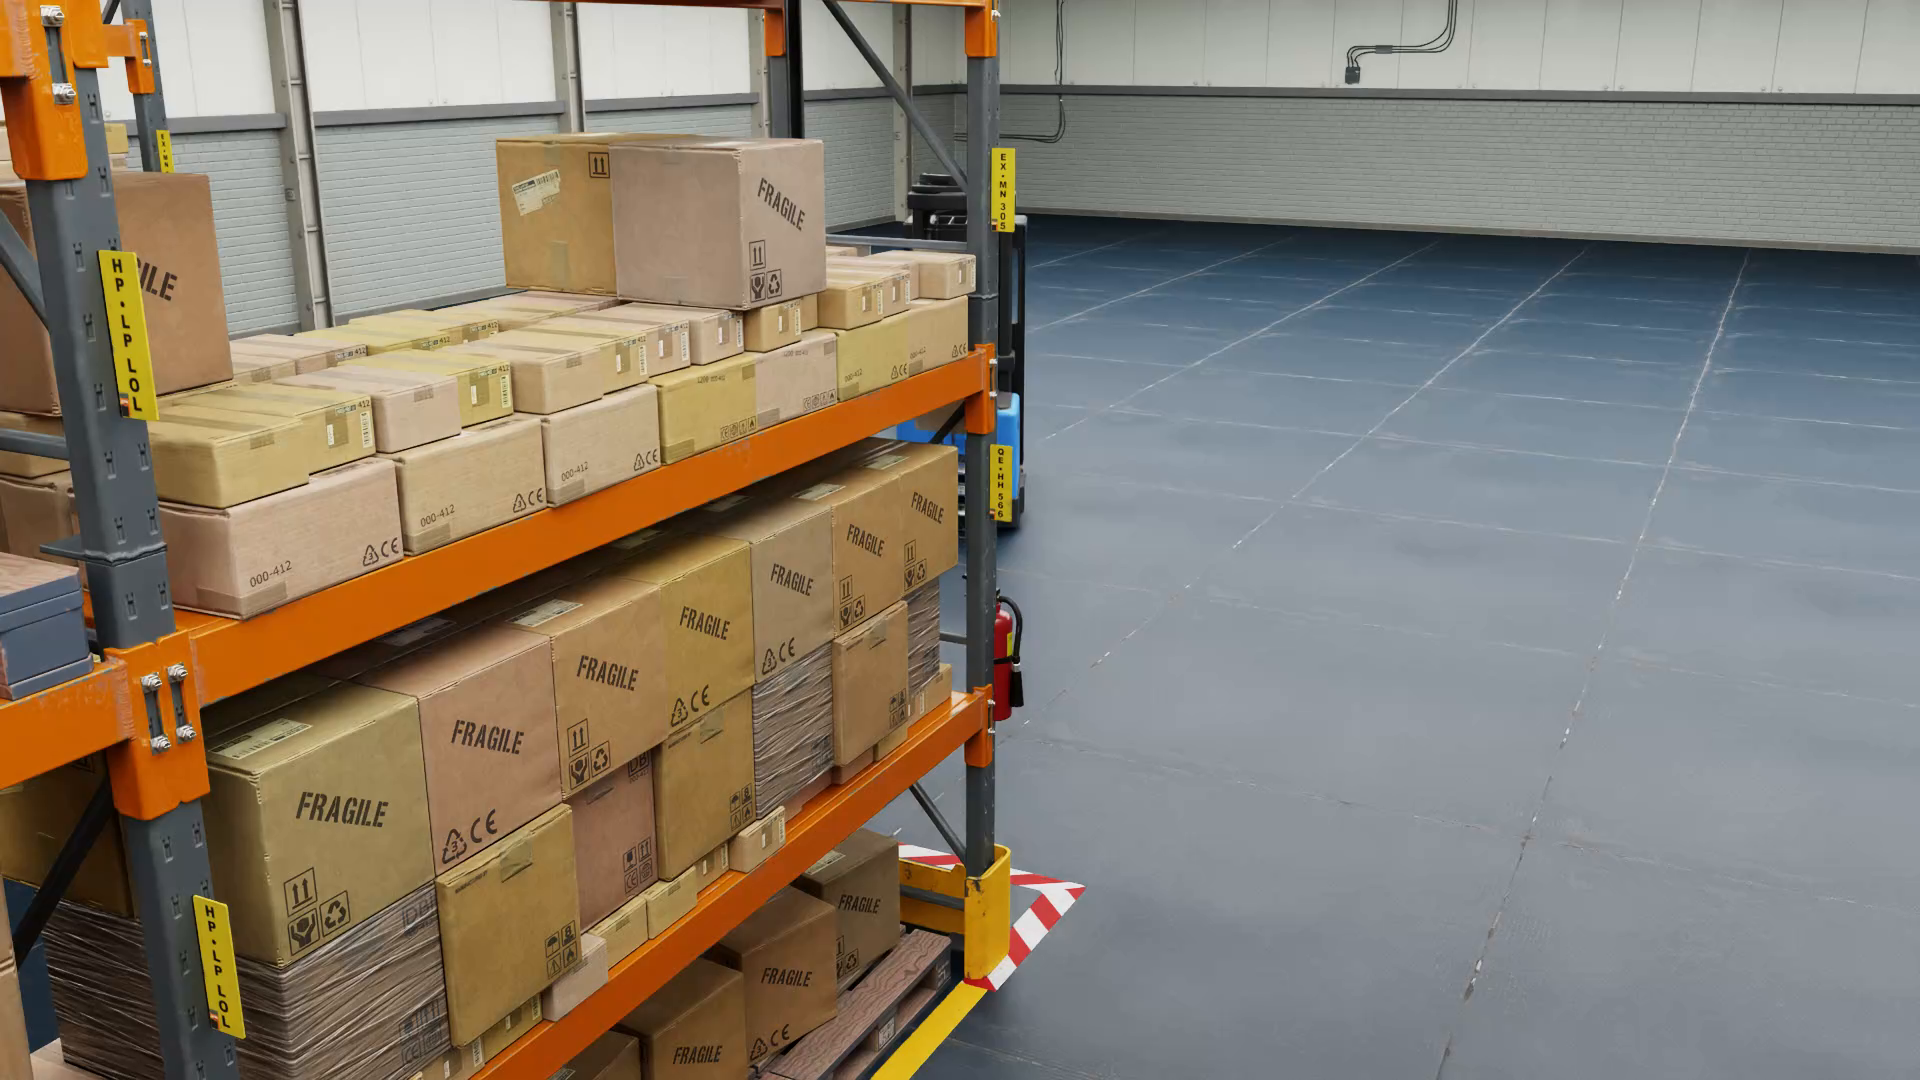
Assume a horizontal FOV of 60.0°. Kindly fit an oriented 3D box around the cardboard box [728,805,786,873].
[{"bbox_3d":[-0.835,1.008,5.805,0.380,0.149,0.250,8,18,25],"label":"cardboard box"}]

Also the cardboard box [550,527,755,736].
[{"bbox_3d":[-1.015,0.276,5.372,0.500,0.500,0.500,8,18,25],"label":"cardboard box"}]

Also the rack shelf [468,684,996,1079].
[{"bbox_3d":[-1.209,1.247,5.820,1.077,0.370,4.000,8,18,25],"label":"rack shelf"}]

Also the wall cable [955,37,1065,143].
[{"bbox_3d":[1.164,-11.047,40.865,3.097,2.526,0.112,8,18,25],"label":"wall cable"}]

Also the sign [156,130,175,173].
[{"bbox_3d":[-4.229,-2.016,8.858,0.100,0.325,0.005,8,18,25],"label":"sign"}]

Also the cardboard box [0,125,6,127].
[{"bbox_3d":[-4.668,-2.020,8.418,0.380,0.149,0.250,8,18,26],"label":"cardboard box"}]

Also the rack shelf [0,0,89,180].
[{"bbox_3d":[-2.997,-0.418,1.593,1.077,0.370,4.000,8,18,25],"label":"rack shelf"}]

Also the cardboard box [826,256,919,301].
[{"bbox_3d":[-0.382,-1.002,6.426,0.380,0.149,0.250,7,18,24],"label":"cardboard box"}]

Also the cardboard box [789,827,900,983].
[{"bbox_3d":[-0.610,1.547,7.201,0.500,0.500,0.500,12,20,36],"label":"cardboard box"}]

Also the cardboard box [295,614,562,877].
[{"bbox_3d":[-1.452,0.532,4.510,0.500,0.500,0.500,8,18,25],"label":"cardboard box"}]

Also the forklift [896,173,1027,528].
[{"bbox_3d":[0.053,-1.876,15.193,1.130,2.935,3.031,1,17,3],"label":"forklift"}]

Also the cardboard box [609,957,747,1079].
[{"bbox_3d":[-1.143,1.861,6.145,0.500,0.500,0.500,10,19,30],"label":"cardboard box"}]

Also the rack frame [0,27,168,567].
[{"bbox_3d":[-2.103,-1.464,3.149,1.000,3.000,0.127,8,18,25],"label":"rack frame"}]

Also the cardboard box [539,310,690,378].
[{"bbox_3d":[-1.049,-0.596,5.057,0.380,0.149,0.250,9,19,27],"label":"cardboard box"}]

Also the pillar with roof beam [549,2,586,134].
[{"bbox_3d":[-2.847,-8.349,26.328,9.100,9.000,0.400,8,18,25],"label":"pillar with roof beam"}]

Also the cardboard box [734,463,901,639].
[{"bbox_3d":[-0.559,0.023,6.225,0.500,0.500,0.500,8,18,25],"label":"cardboard box"}]

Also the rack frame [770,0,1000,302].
[{"bbox_3d":[-0.316,-2.483,6.579,1.000,3.000,0.127,8,18,25],"label":"rack frame"}]

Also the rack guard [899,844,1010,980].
[{"bbox_3d":[-0.350,1.611,7.724,1.175,0.500,0.348,8,18,25],"label":"rack guard"}]

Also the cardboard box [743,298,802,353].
[{"bbox_3d":[-0.748,-0.723,5.486,0.380,0.149,0.250,7,18,23],"label":"cardboard box"}]

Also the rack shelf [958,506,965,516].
[{"bbox_3d":[-0.004,-0.224,13.947,0.258,0.077,0.200,8,18,24],"label":"rack shelf"}]

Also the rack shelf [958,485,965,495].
[{"bbox_3d":[-0.004,-0.397,13.895,0.258,0.077,0.200,8,18,24],"label":"rack shelf"}]

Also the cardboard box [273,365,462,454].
[{"bbox_3d":[-1.483,-0.332,4.169,0.380,0.149,0.250,8,18,26],"label":"cardboard box"}]

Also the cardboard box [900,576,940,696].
[{"bbox_3d":[-0.586,0.339,6.917,0.875,0.500,0.500,8,18,25],"label":"cardboard box"}]

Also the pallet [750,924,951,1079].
[{"bbox_3d":[-0.744,1.951,7.083,1.003,0.211,1.213,8,18,25],"label":"pallet"}]

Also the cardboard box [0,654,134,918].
[{"bbox_3d":[-2.148,0.592,4.308,0.500,0.500,0.500,8,18,25],"label":"cardboard box"}]

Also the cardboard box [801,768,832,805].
[{"bbox_3d":[-0.711,0.866,6.281,0.380,0.149,0.250,8,18,25],"label":"cardboard box"}]

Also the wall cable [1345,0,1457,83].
[{"bbox_3d":[9.650,-12.954,35.859,2.305,6.003,0.169,8,18,25],"label":"wall cable"}]

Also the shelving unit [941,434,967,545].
[{"bbox_3d":[-0.004,-0.428,13.886,0.258,0.900,0.210,8,18,24],"label":"shelving unit"}]

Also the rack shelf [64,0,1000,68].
[{"bbox_3d":[-1.209,-1.627,4.967,1.077,0.370,4.000,8,18,25],"label":"rack shelf"}]

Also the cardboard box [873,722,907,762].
[{"bbox_3d":[-0.436,0.746,6.685,0.380,0.149,0.250,8,18,25],"label":"cardboard box"}]

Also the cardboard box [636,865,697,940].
[{"bbox_3d":[-1.080,1.132,5.386,0.380,0.149,0.250,8,18,25],"label":"cardboard box"}]

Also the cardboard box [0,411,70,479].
[{"bbox_3d":[-2.216,-0.265,3.943,0.380,0.149,0.250,9,19,27],"label":"cardboard box"}]

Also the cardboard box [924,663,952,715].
[{"bbox_3d":[-0.258,0.612,7.136,0.380,0.149,0.250,8,18,25],"label":"cardboard box"}]

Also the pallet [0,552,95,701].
[{"bbox_3d":[-2.474,0.208,3.119,1.213,0.211,1.003,8,18,25],"label":"pallet"}]

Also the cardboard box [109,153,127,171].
[{"bbox_3d":[-4.676,-1.861,8.583,0.500,0.250,0.500,8,18,26],"label":"cardboard box"}]

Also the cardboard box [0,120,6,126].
[{"bbox_3d":[-5.142,-2.168,8.916,0.380,0.149,0.250,8,18,26],"label":"cardboard box"}]

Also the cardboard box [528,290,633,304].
[{"bbox_3d":[-1.257,-0.796,5.733,0.380,0.149,0.250,7,18,23],"label":"cardboard box"}]

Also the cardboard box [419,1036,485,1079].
[{"bbox_3d":[-1.528,1.387,4.529,0.380,0.149,0.250,8,18,25],"label":"cardboard box"}]

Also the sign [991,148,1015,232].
[{"bbox_3d":[0.172,-1.394,6.625,0.100,0.325,0.005,8,18,25],"label":"sign"}]

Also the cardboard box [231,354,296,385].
[{"bbox_3d":[-1.980,-0.396,4.385,0.380,0.149,0.250,7,18,23],"label":"cardboard box"}]

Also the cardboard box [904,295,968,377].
[{"bbox_3d":[-0.304,-0.818,6.505,0.500,0.250,0.500,9,19,27],"label":"cardboard box"}]

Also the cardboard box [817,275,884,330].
[{"bbox_3d":[-0.497,-0.852,5.919,0.380,0.149,0.250,8,18,26],"label":"cardboard box"}]

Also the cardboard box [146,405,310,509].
[{"bbox_3d":[-1.682,-0.189,3.687,0.380,0.149,0.250,8,18,24],"label":"cardboard box"}]

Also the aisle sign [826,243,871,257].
[{"bbox_3d":[-0.556,-0.907,7.245,0.394,0.787,0.004,8,18,25],"label":"aisle sign"}]

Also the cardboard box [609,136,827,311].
[{"bbox_3d":[-0.782,-1.048,5.441,0.500,0.500,0.500,8,18,25],"label":"cardboard box"}]

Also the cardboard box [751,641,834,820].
[{"bbox_3d":[-0.964,0.604,6.026,0.875,0.500,0.500,8,18,25],"label":"cardboard box"}]

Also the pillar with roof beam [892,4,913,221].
[{"bbox_3d":[2.516,-11.405,36.619,9.100,9.000,0.400,8,18,25],"label":"pillar with roof beam"}]

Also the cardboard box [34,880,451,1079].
[{"bbox_3d":[-1.847,1.115,4.306,0.875,0.500,0.500,8,18,25],"label":"cardboard box"}]

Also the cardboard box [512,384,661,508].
[{"bbox_3d":[-1.209,-0.297,4.751,0.500,0.250,0.500,7,18,23],"label":"cardboard box"}]

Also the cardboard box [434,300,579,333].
[{"bbox_3d":[-1.433,-0.659,5.269,0.380,0.149,0.250,7,18,23],"label":"cardboard box"}]

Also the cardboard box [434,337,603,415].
[{"bbox_3d":[-1.216,-0.456,4.588,0.380,0.149,0.250,8,18,24],"label":"cardboard box"}]

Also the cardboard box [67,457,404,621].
[{"bbox_3d":[-1.673,-0.036,3.873,0.500,0.250,0.500,7,18,23],"label":"cardboard box"}]

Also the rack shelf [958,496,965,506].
[{"bbox_3d":[-0.004,-0.310,13.921,0.258,0.077,0.200,8,18,24],"label":"rack shelf"}]

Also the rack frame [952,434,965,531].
[{"bbox_3d":[0.039,-0.455,13.974,0.240,0.900,0.006,8,18,24],"label":"rack frame"}]

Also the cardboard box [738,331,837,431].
[{"bbox_3d":[-0.761,-0.561,5.640,0.500,0.250,0.500,9,19,27],"label":"cardboard box"}]

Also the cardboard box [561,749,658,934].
[{"bbox_3d":[-1.458,0.851,5.191,0.875,0.500,0.500,8,18,25],"label":"cardboard box"}]

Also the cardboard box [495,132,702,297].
[{"bbox_3d":[-1.221,-1.131,5.721,0.500,0.500,0.500,8,18,25],"label":"cardboard box"}]

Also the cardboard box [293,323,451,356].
[{"bbox_3d":[-1.699,-0.526,4.822,0.380,0.149,0.250,9,19,27],"label":"cardboard box"}]

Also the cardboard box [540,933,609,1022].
[{"bbox_3d":[-1.276,1.263,4.944,0.380,0.149,0.250,8,18,25],"label":"cardboard box"}]
